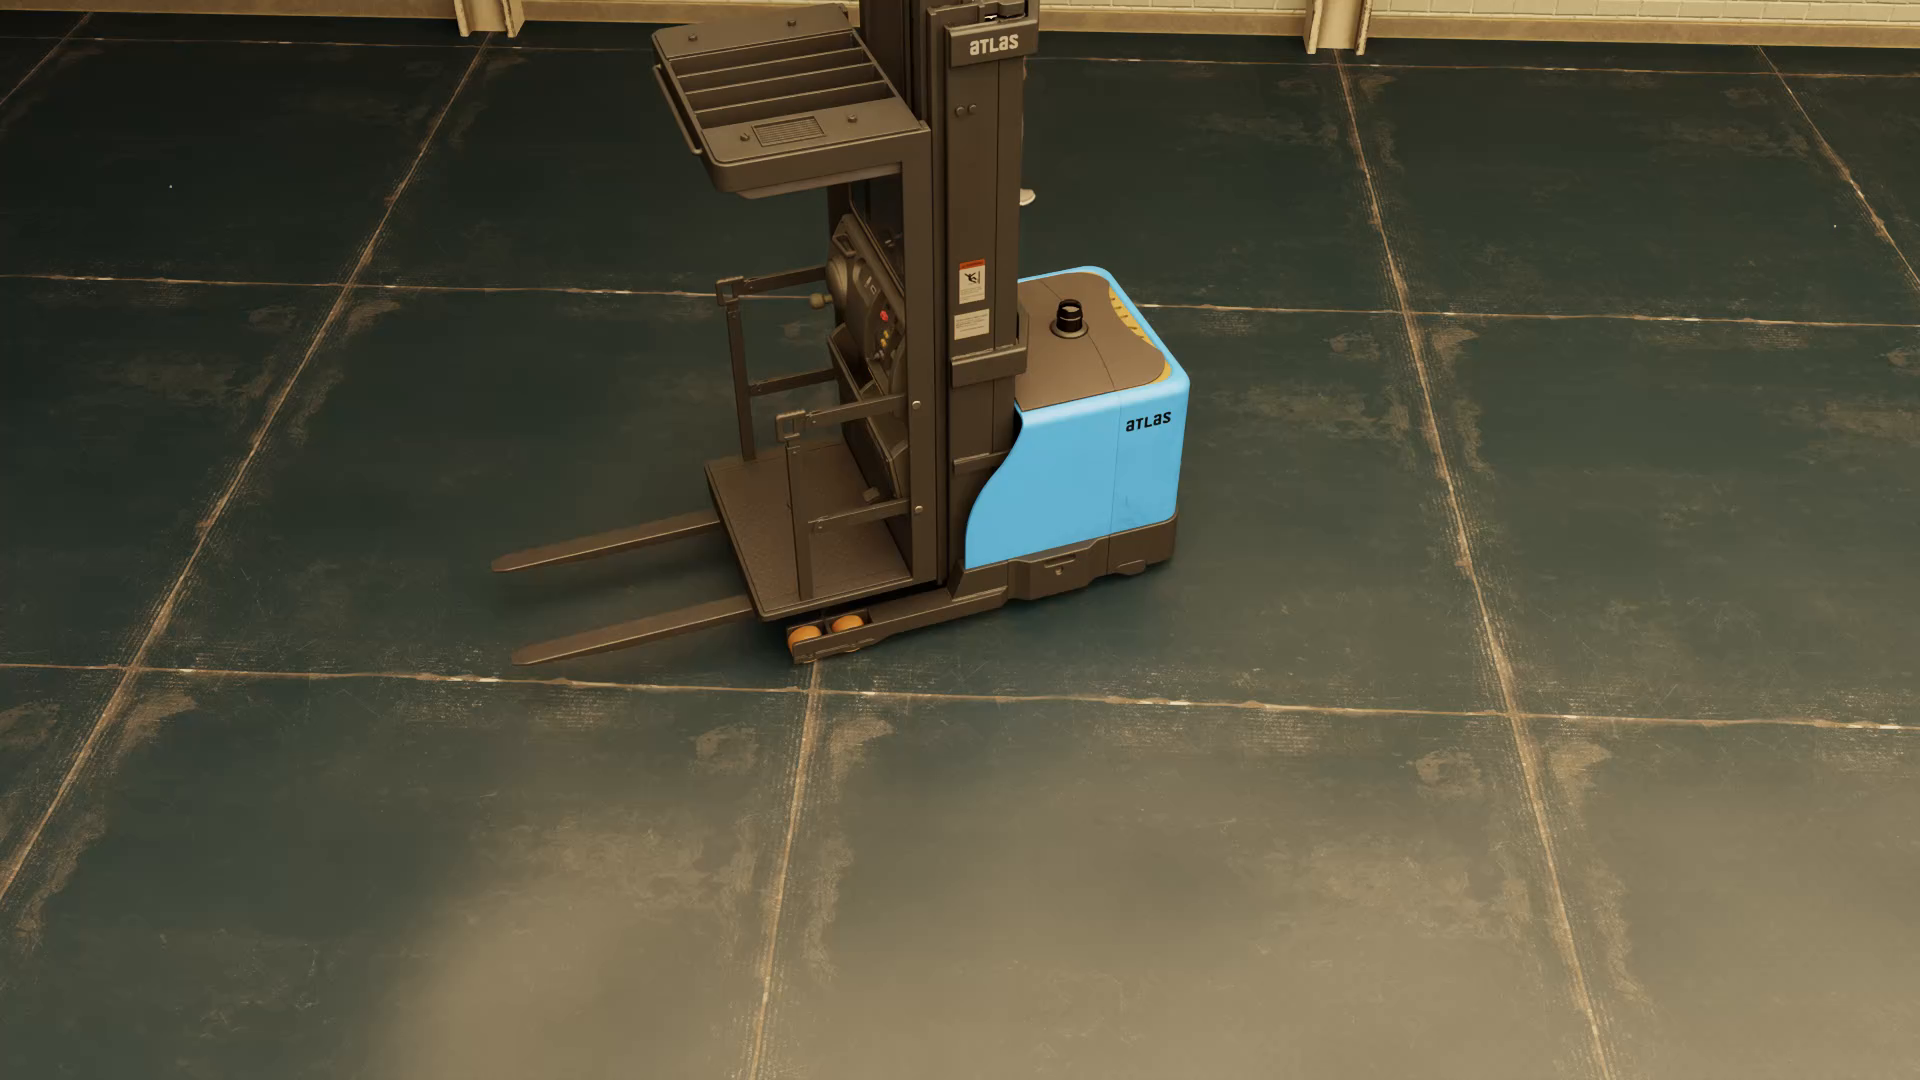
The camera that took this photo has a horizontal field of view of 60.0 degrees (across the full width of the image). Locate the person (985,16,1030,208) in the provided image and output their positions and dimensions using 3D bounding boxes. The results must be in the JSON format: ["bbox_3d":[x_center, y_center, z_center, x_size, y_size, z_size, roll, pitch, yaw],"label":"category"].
[{"bbox_3d":[0.168,-2.793,9.680,0.493,1.748,0.714,-5,43,-5],"label":"person"}]

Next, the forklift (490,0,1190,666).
[{"bbox_3d":[-0.573,-0.945,6.778,3.031,2.935,1.130,-13,44,-14],"label":"forklift"}]
